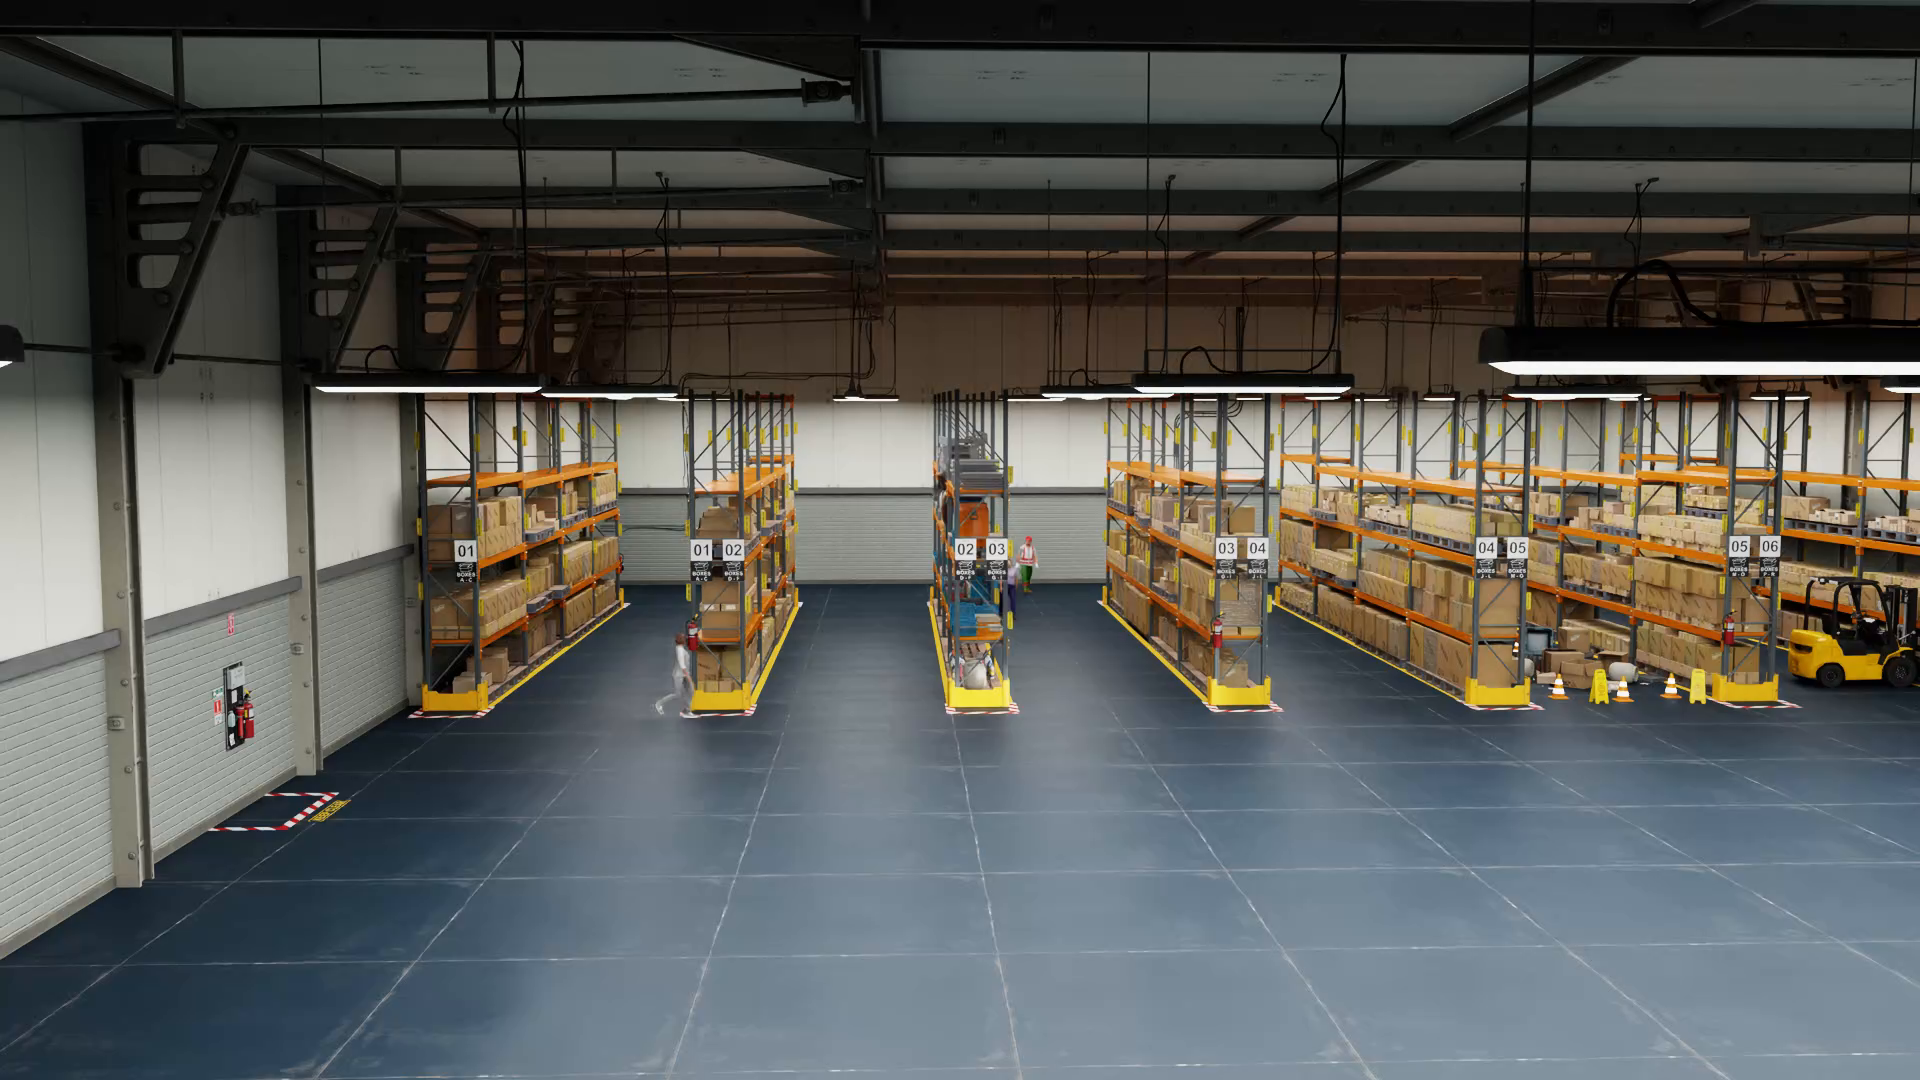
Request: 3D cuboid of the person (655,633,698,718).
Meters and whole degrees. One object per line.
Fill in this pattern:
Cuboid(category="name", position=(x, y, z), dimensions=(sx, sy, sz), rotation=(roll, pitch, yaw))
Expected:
Cuboid(category="person", position=(-5.156, 2.466, 30.255), dimensions=(0.756, 1.560, 0.417), rotation=(1, 5, 14))

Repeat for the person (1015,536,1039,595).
Cuboid(category="person", position=(2.027, 0.761, 50.022), dimensions=(0.640, 1.755, 0.899), rotation=(-2, 5, -23))

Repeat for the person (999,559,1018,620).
Cuboid(category="person", position=(1.300, 1.309, 44.384), dimensions=(0.525, 1.588, 0.940), rotation=(-1, 5, -13))
